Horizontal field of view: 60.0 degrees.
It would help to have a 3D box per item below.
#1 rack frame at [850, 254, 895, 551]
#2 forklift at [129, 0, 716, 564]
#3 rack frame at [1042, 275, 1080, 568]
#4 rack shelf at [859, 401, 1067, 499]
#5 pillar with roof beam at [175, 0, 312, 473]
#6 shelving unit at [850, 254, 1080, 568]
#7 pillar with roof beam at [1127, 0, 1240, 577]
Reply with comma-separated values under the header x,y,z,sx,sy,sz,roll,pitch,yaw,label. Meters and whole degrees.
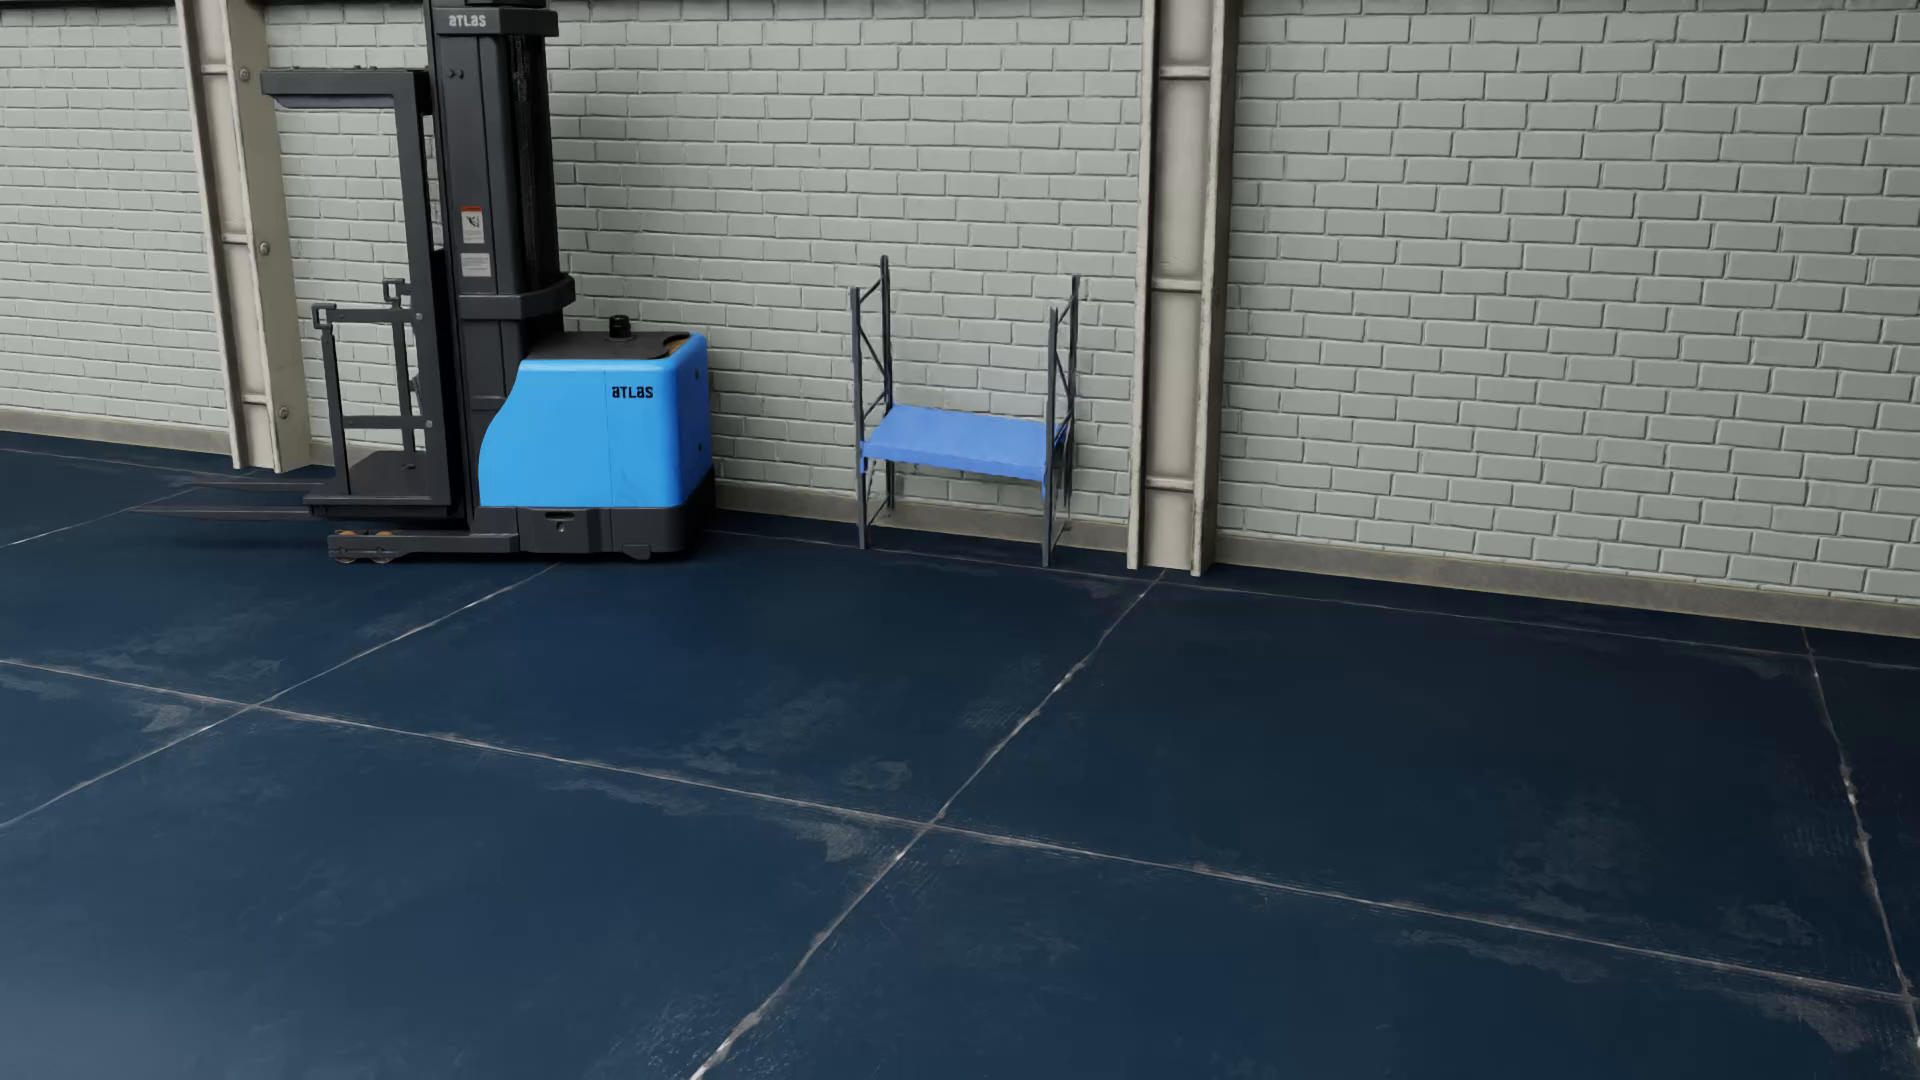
x,y,z,sx,sy,sz,roll,pitch,yaw,label
-0.456,-0.714,8.808,0.032,1.500,0.500,9,31,15,rack frame
-2.936,-1.431,8.845,3.031,2.935,1.130,0,16,2,forklift
0.517,-0.568,8.551,0.032,1.500,0.500,9,31,15,rack frame
0.031,-0.485,8.769,1.000,0.185,0.538,9,31,15,rack shelf
-6.053,-3.691,5.746,0.400,9.000,9.100,6,17,21,pillar with roof beam
0.030,-0.641,8.679,1.048,1.500,0.538,9,31,15,shelving unit
-0.471,-3.077,3.631,0.400,9.000,9.100,6,17,21,pillar with roof beam
